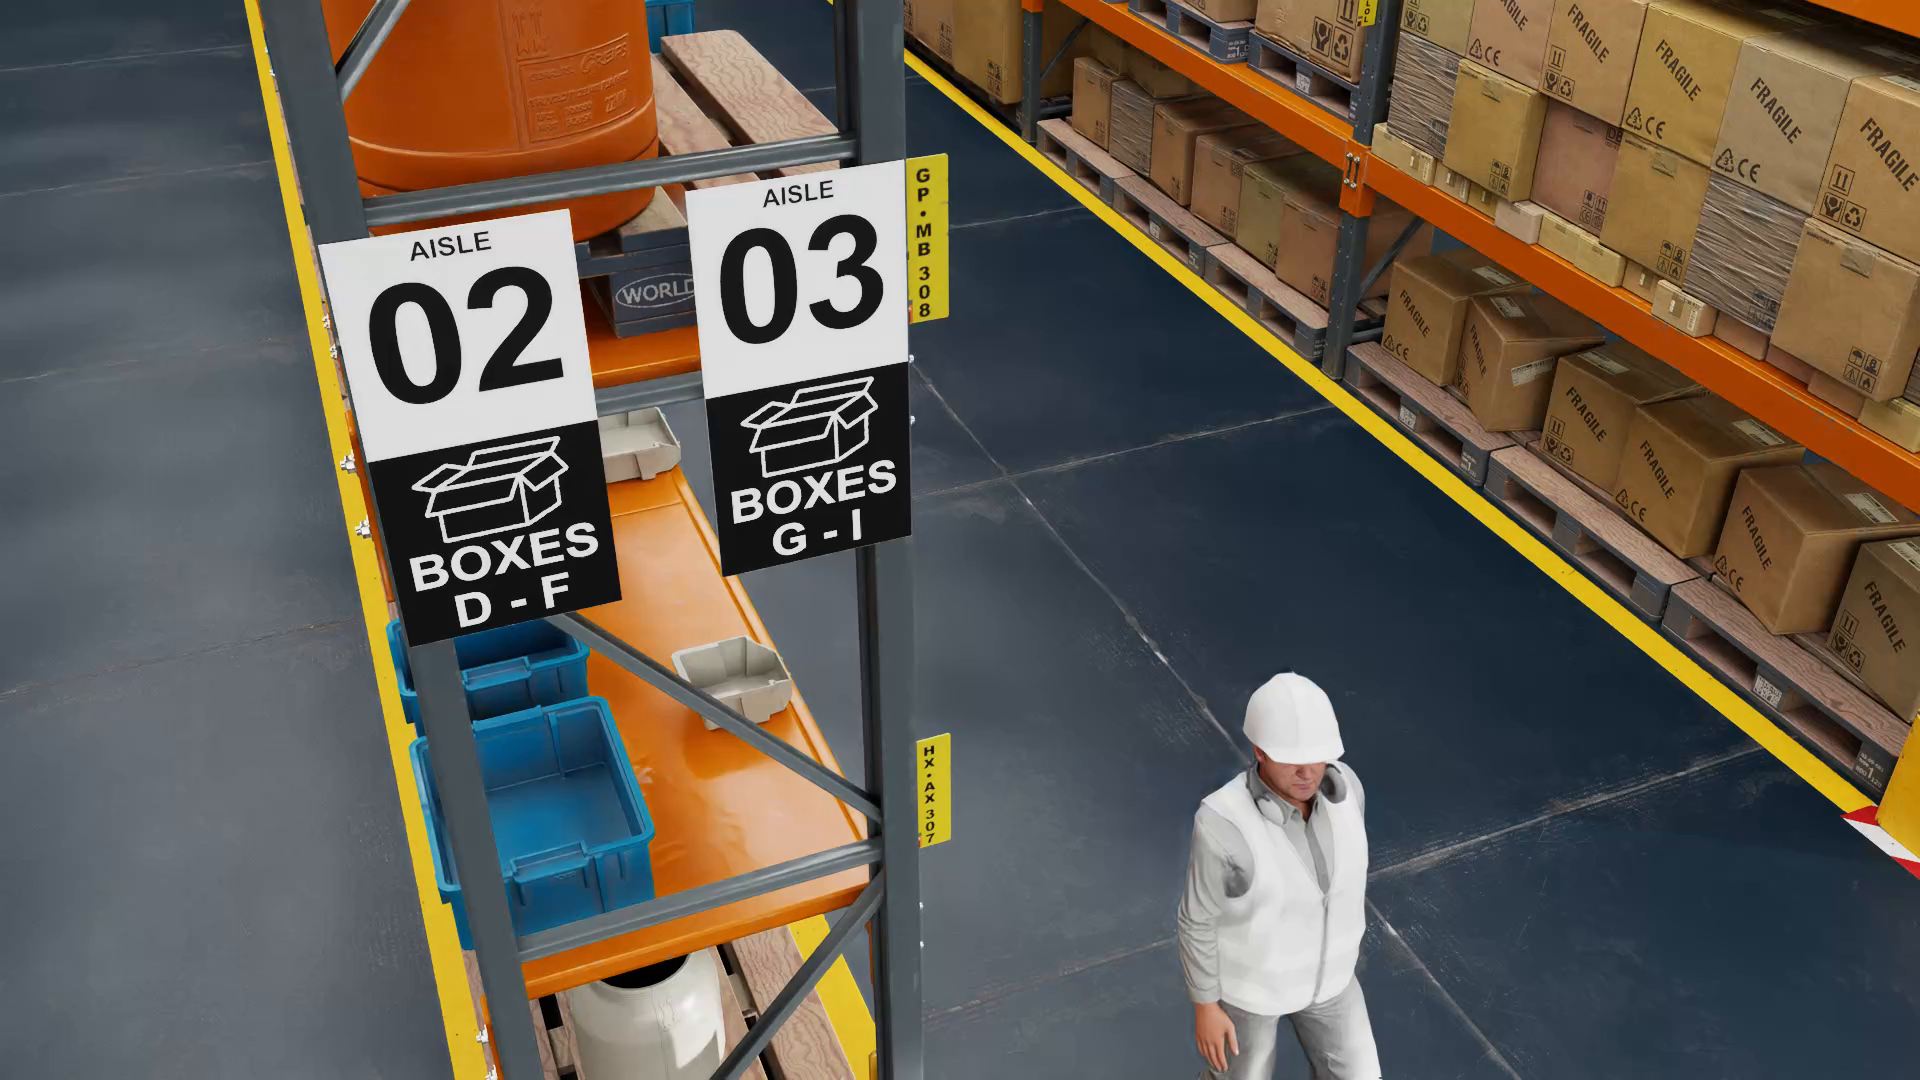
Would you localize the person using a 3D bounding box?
[{"bbox_3d":[0.853,1.163,4.352,0.584,1.821,0.494,-15,36,-21],"label":"person"}]
